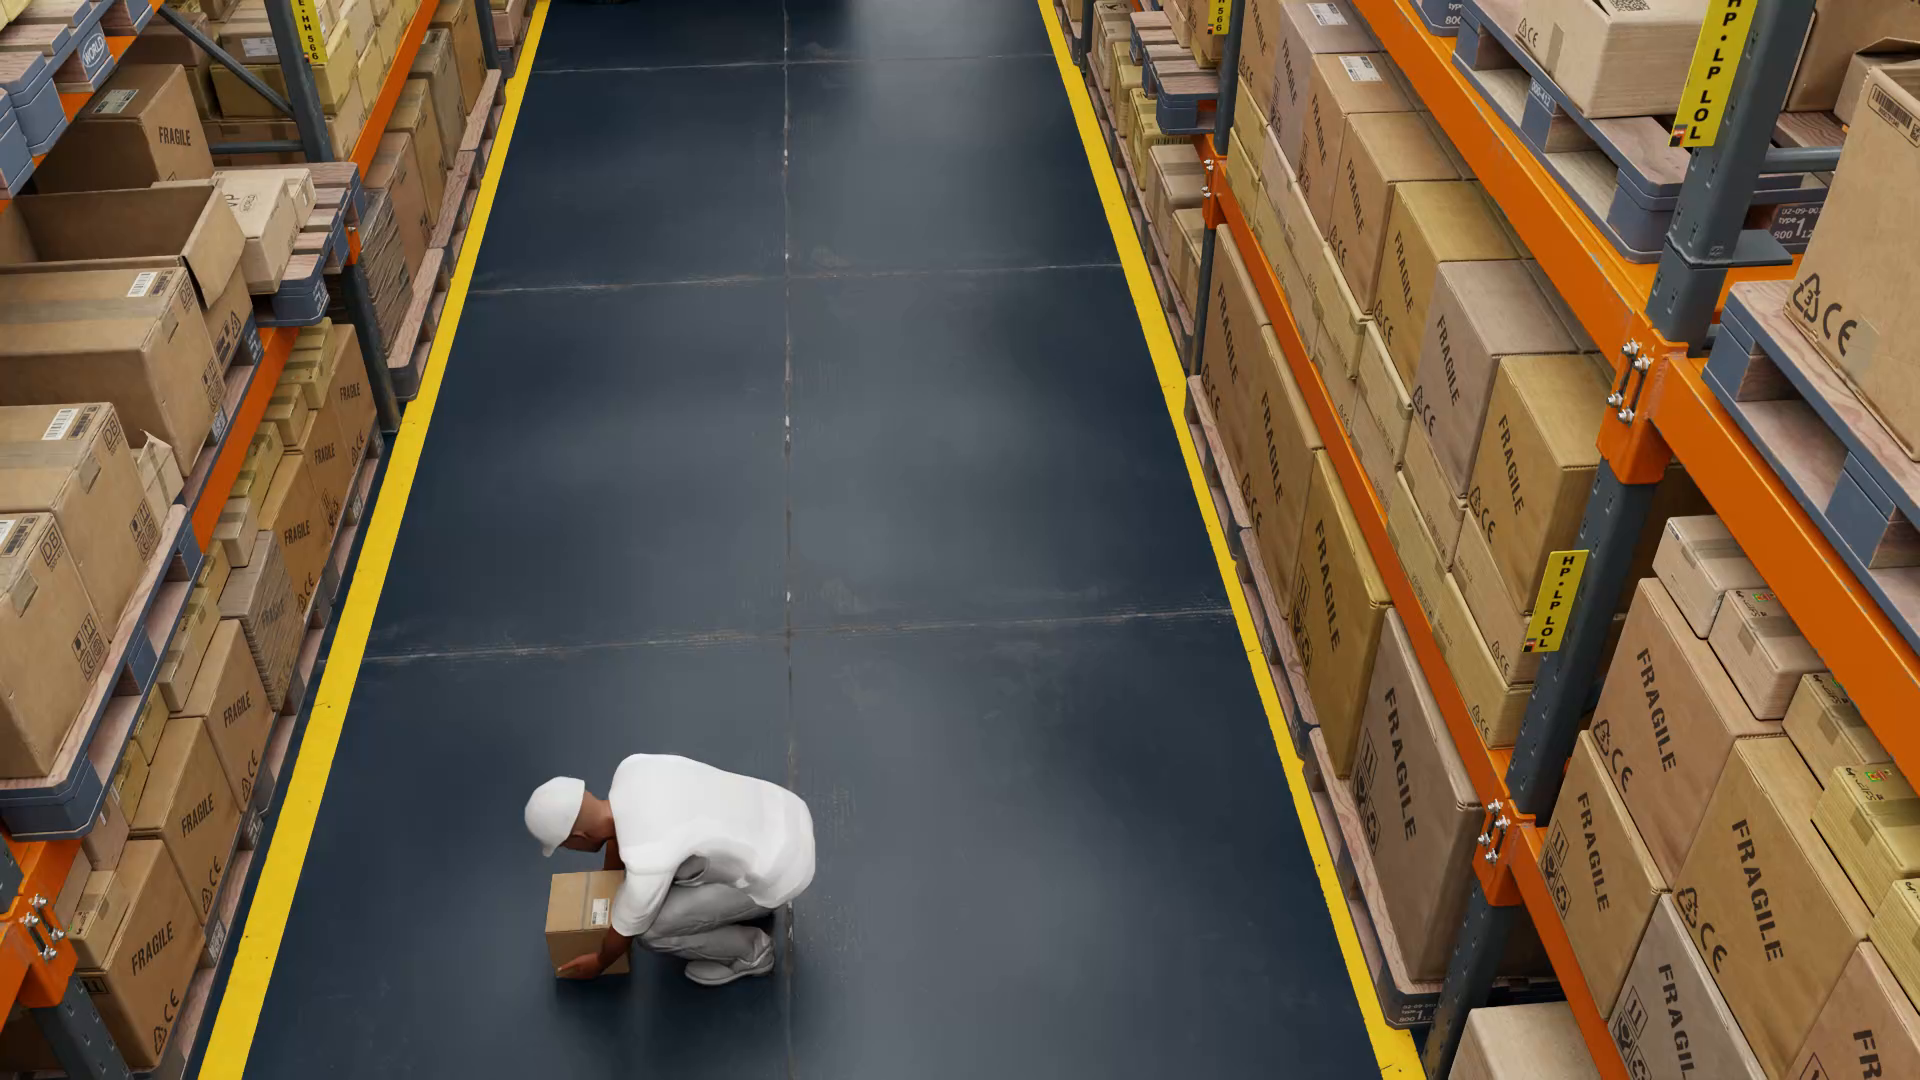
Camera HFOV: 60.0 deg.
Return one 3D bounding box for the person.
[{"bbox_3d":[-0.928,1.077,5.502,0.896,0.893,0.563,-3,39,-4],"label":"person"}]
